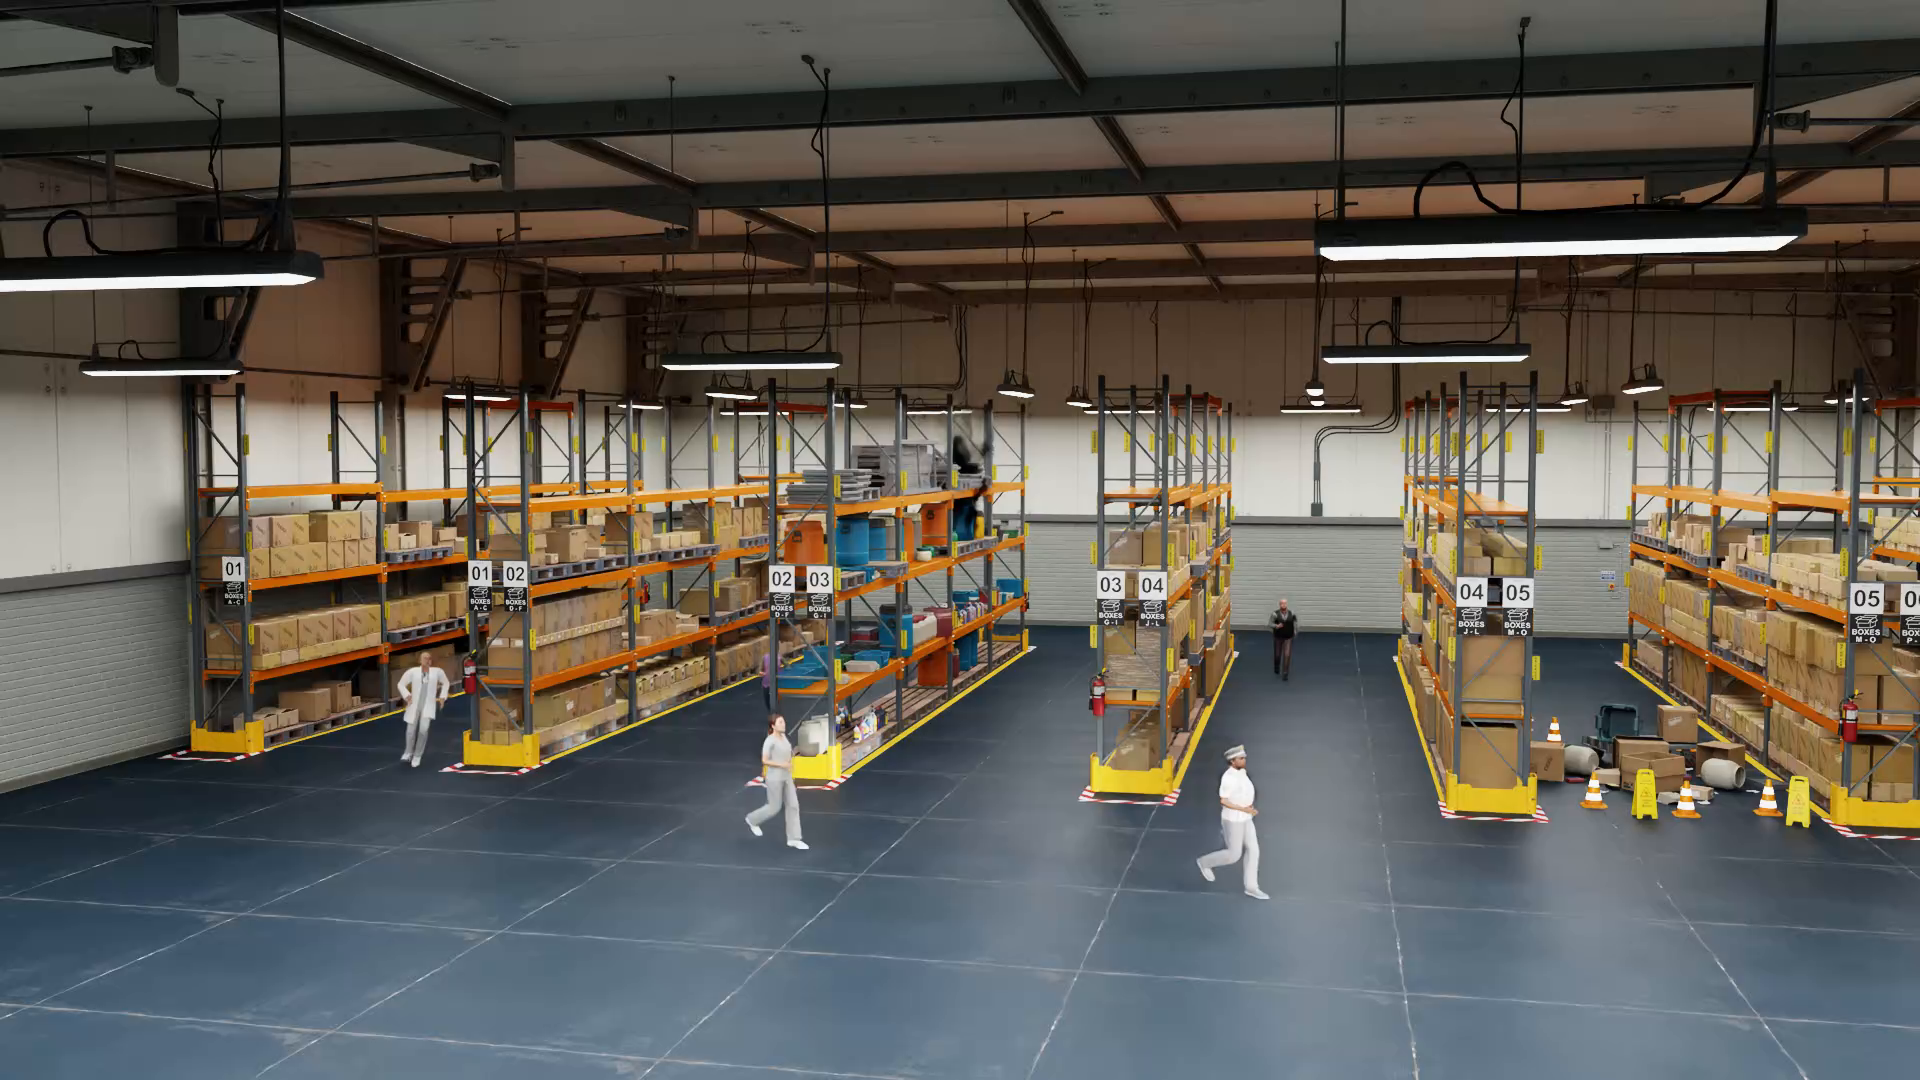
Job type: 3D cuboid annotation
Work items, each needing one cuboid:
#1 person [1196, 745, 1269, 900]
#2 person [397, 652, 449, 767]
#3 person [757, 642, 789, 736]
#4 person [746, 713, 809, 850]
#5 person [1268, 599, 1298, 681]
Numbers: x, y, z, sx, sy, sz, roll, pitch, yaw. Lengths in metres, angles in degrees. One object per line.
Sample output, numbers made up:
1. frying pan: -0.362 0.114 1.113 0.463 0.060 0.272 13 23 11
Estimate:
1. person: 3.051 3.107 18.475 0.851 1.692 0.579 2 4 36
2. person: -8.434 2.648 26.129 0.771 1.789 0.730 -1 3 -13
3. person: -3.237 2.531 28.697 0.545 1.580 0.873 0 3 5
4. person: -2.268 2.979 20.666 0.935 1.663 0.568 2 4 32
5. person: 6.883 2.100 35.445 0.659 1.704 0.923 0 3 4
